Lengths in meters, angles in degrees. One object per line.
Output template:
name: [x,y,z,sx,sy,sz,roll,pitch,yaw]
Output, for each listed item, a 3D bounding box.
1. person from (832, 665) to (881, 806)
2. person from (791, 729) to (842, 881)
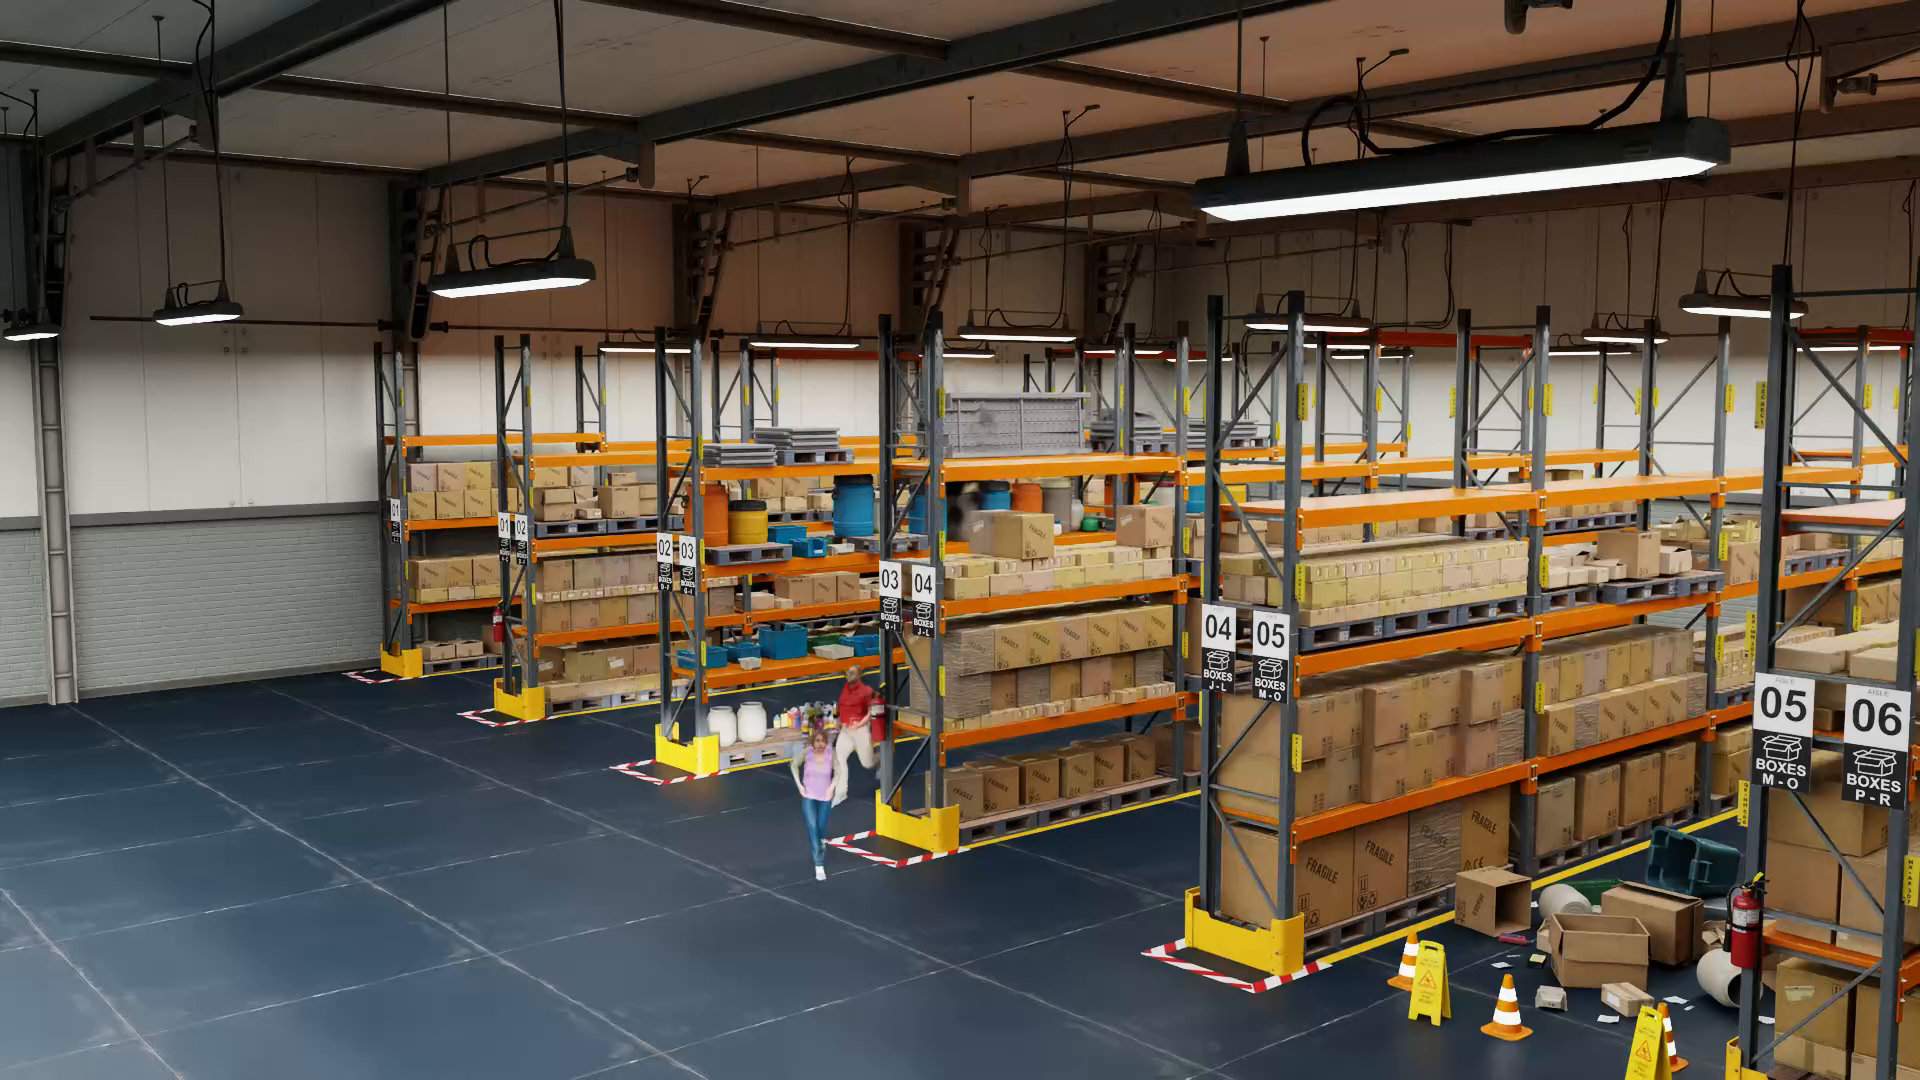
person: [-1.291,2.436,20.974,0.637,1.728,1.057,3,6,31]
person: [-1.541,2.762,17.854,0.547,1.577,0.920,-1,5,-6]
